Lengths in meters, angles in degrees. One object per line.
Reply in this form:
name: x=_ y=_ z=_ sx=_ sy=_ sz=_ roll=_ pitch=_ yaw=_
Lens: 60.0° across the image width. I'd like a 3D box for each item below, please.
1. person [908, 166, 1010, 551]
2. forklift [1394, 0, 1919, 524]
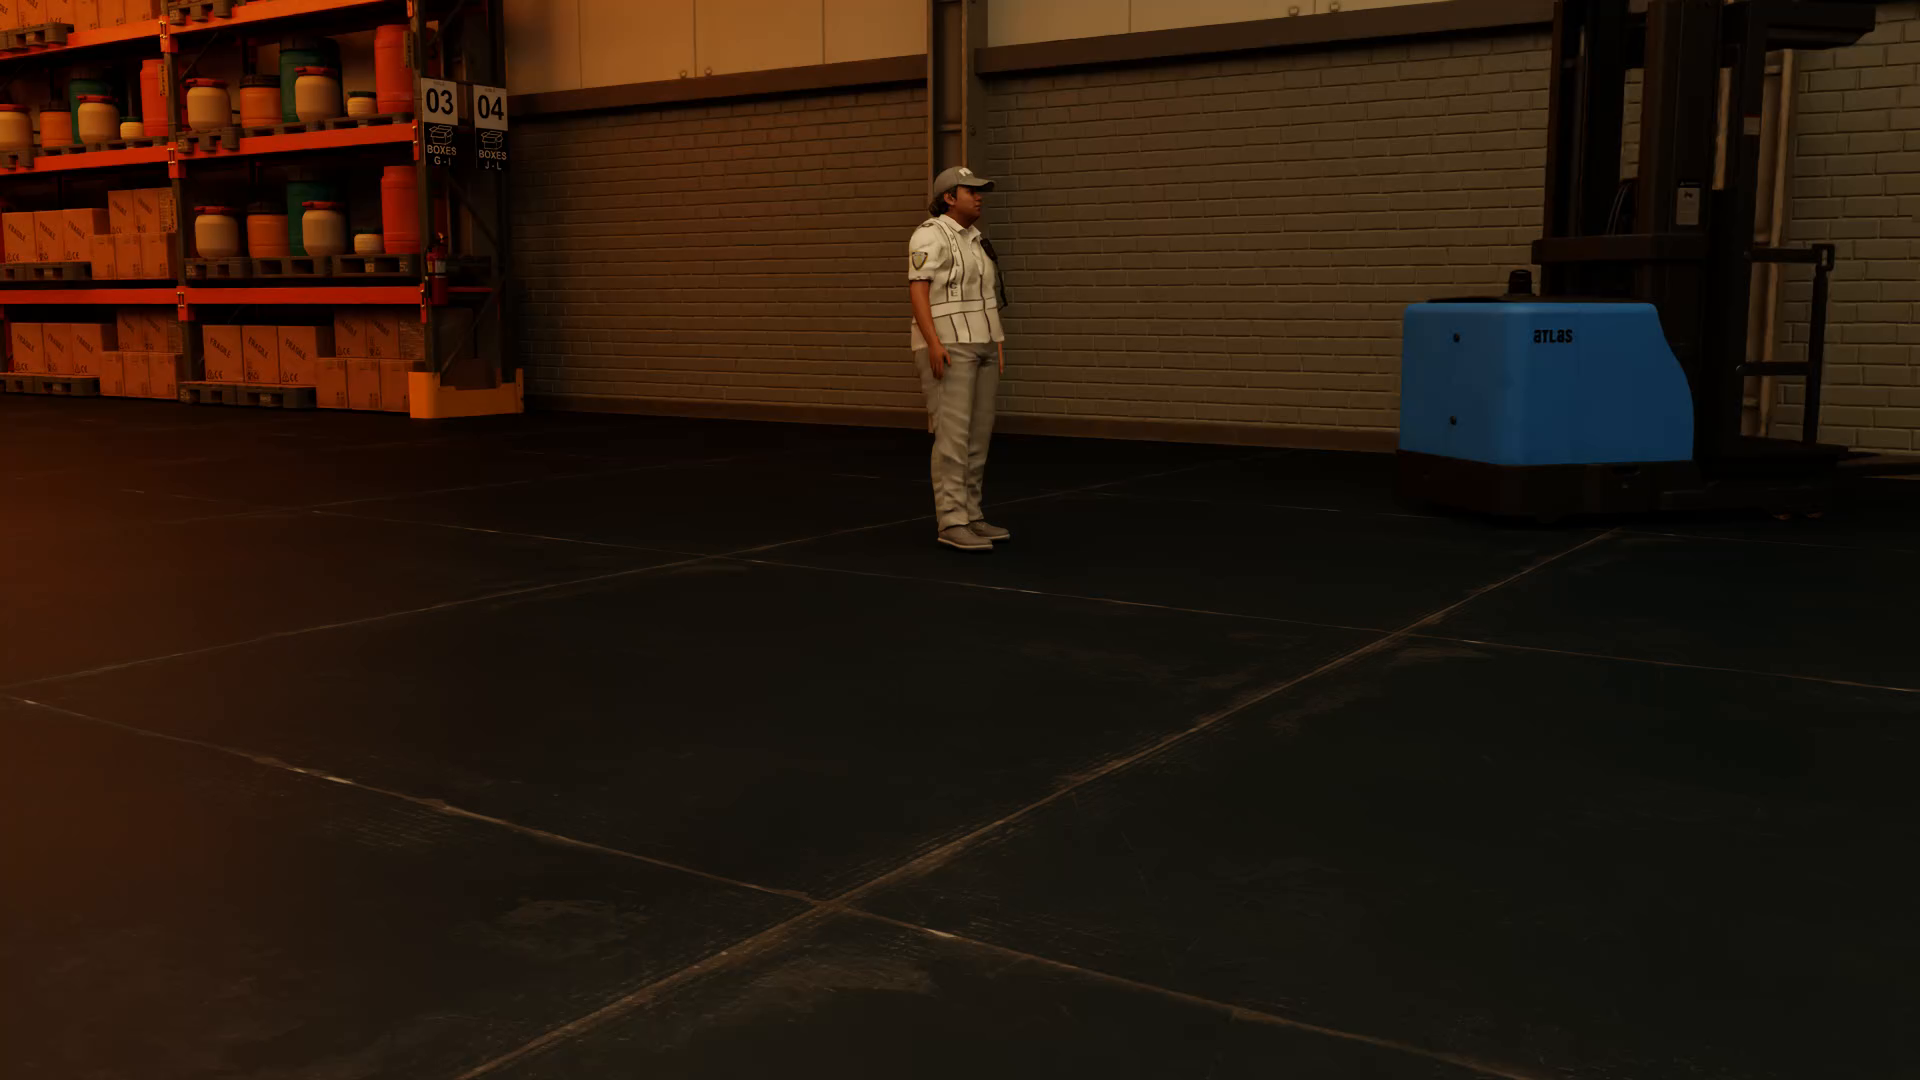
person: x=0.051 y=-0.824 z=7.424 sx=0.529 sy=1.670 sz=0.599 roll=5 pitch=10 yaw=34
forklift: x=3.867 y=-1.620 z=8.586 sx=3.031 sy=2.935 sz=1.130 roll=-2 pitch=8 yaw=-17
